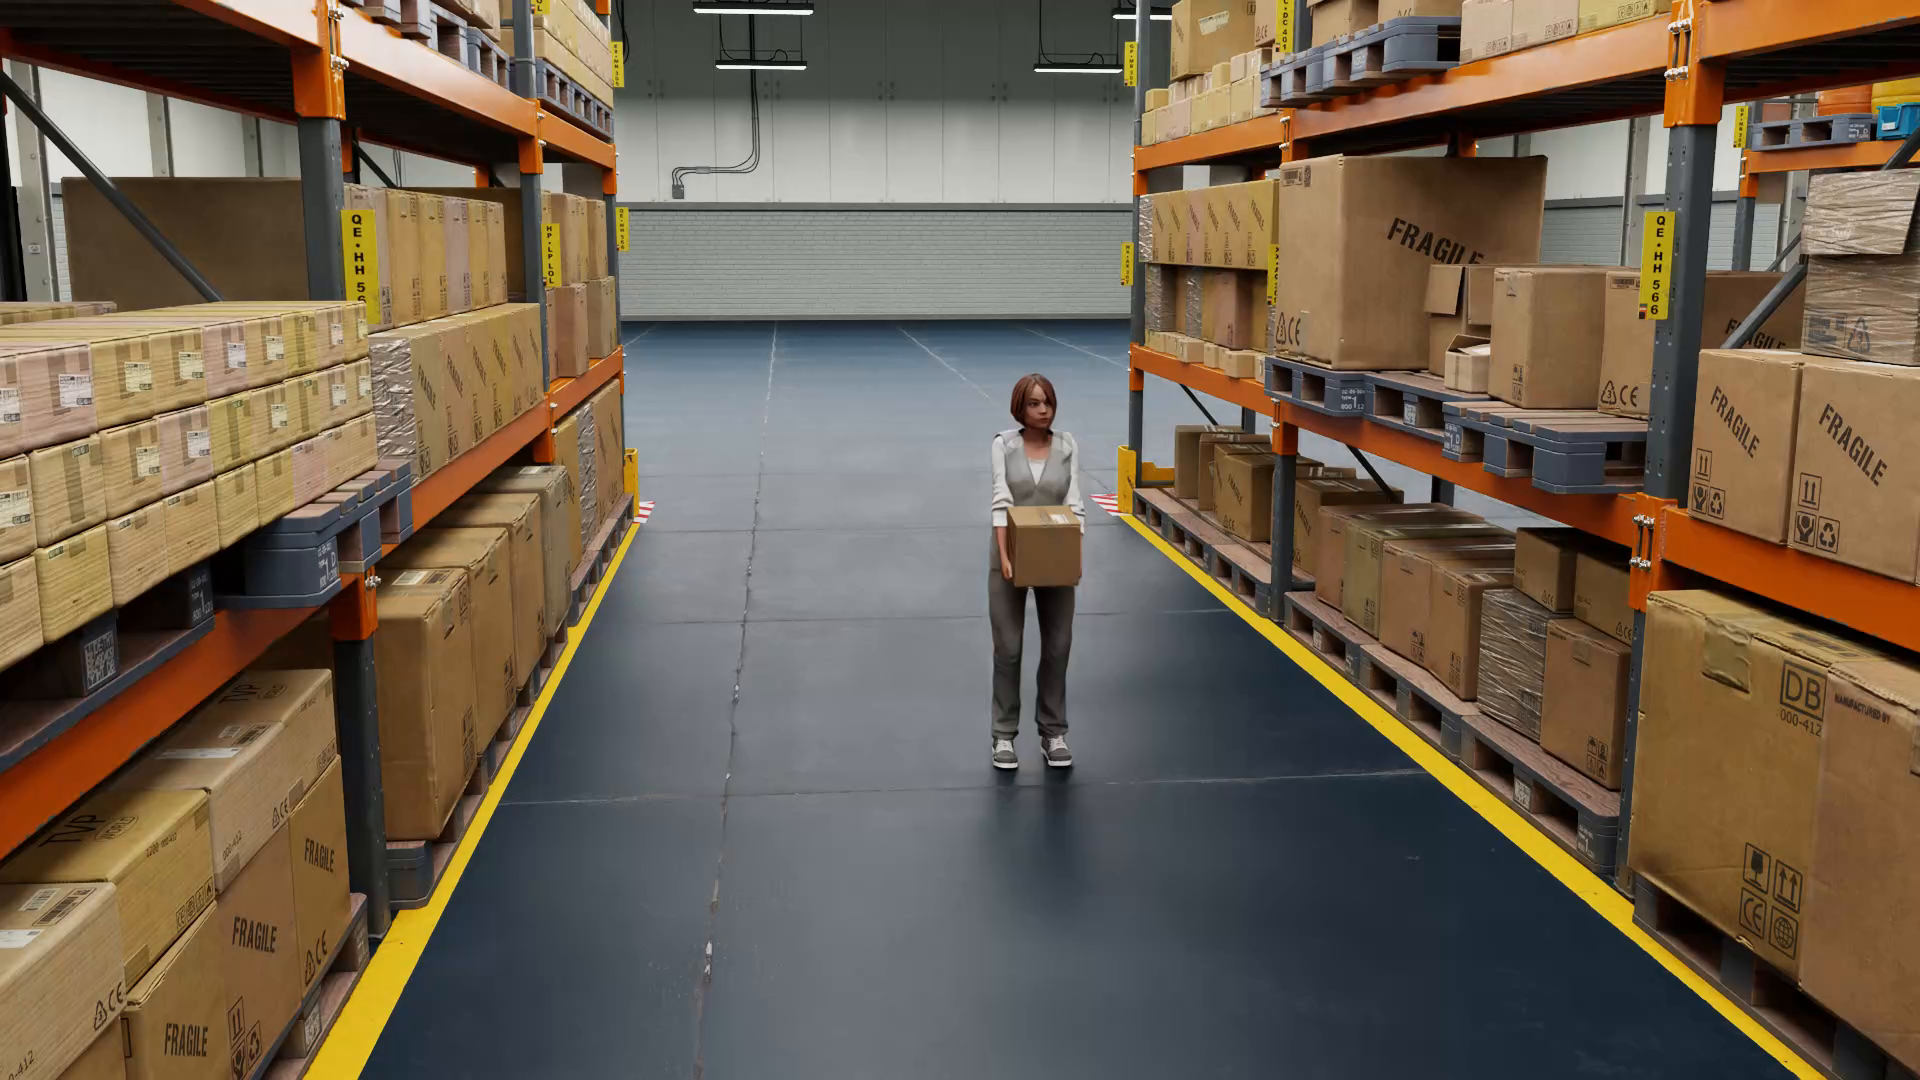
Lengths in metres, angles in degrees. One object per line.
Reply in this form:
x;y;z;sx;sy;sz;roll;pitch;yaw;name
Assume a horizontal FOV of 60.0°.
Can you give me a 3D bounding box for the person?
0.302;0.105;6.669;0.358;1.528;0.496;-1;10;-7;person
